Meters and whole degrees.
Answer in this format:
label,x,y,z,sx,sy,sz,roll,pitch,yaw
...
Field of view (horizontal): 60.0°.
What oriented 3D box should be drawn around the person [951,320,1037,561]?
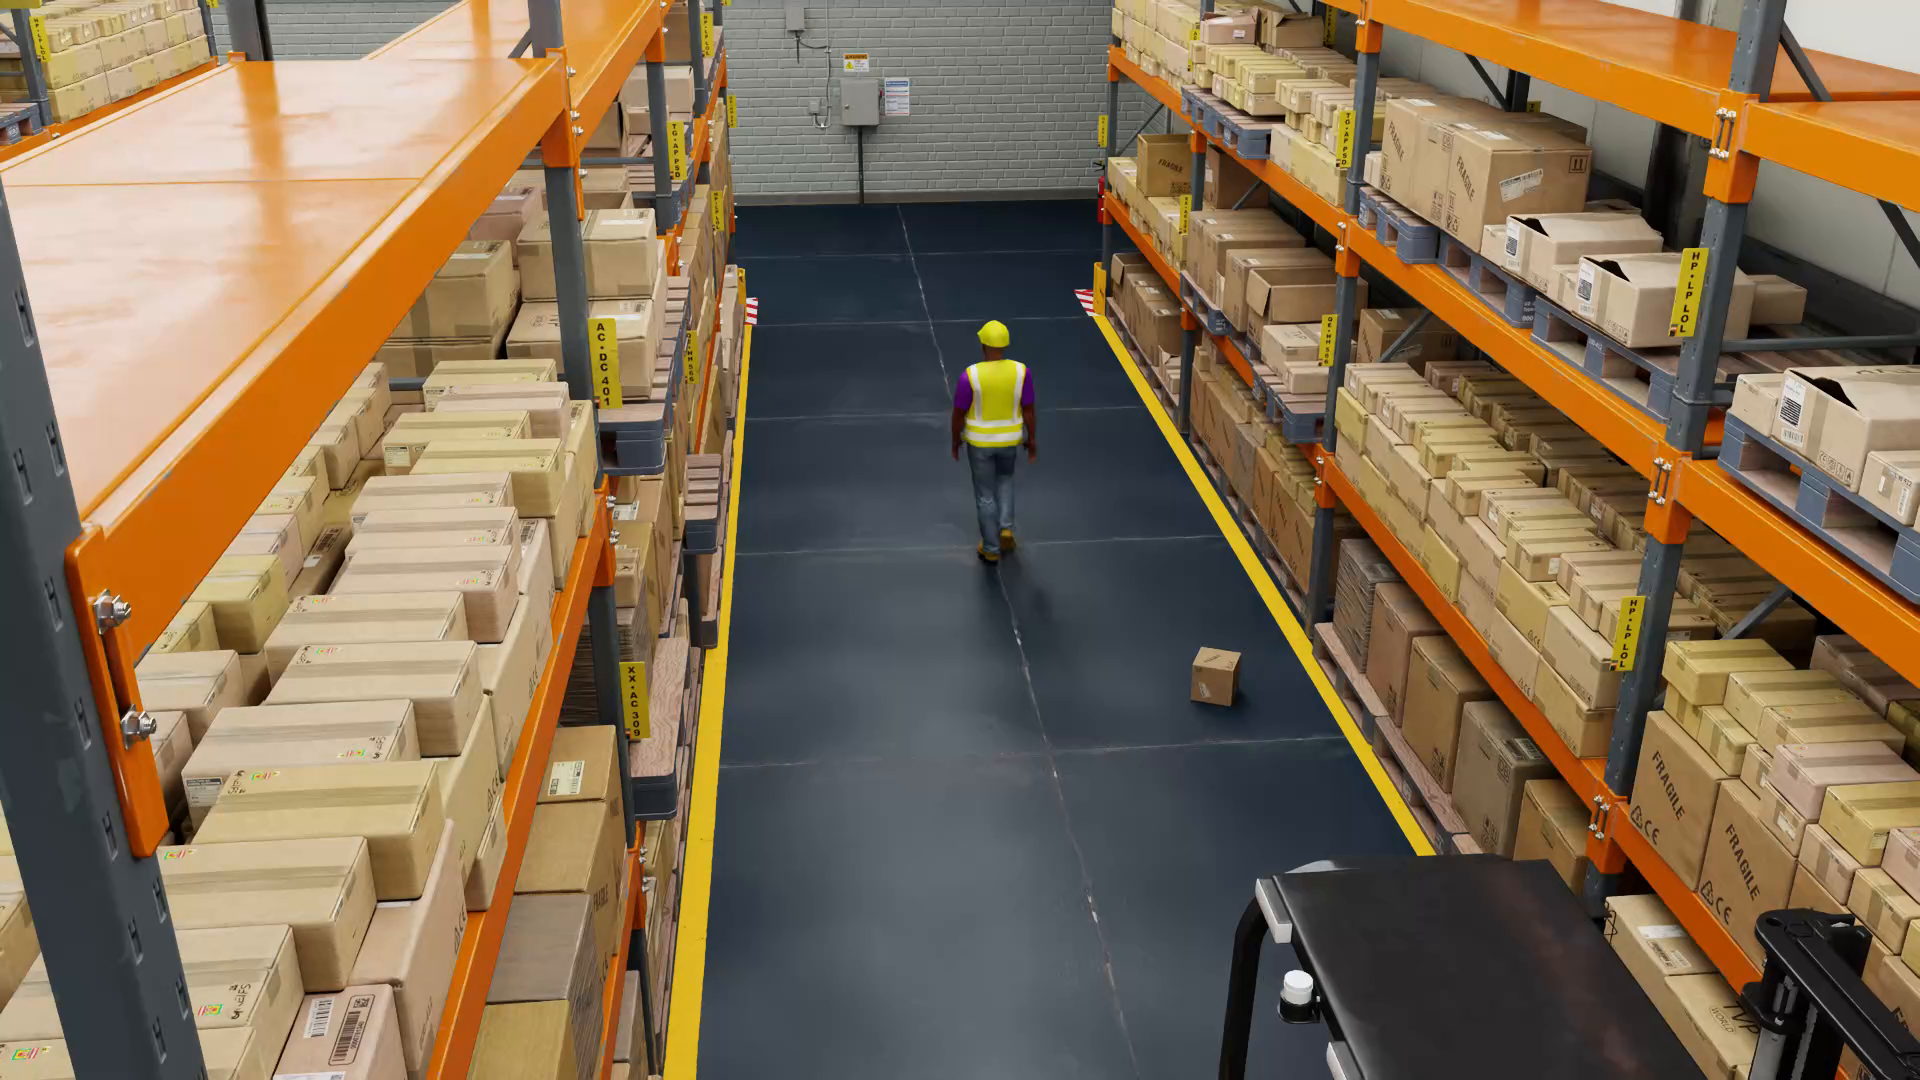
label,x,y,z,sx,sy,sz,roll,pitch,yaw
person,0.224,-0.713,11.904,0.608,1.801,0.477,-6,24,-14
